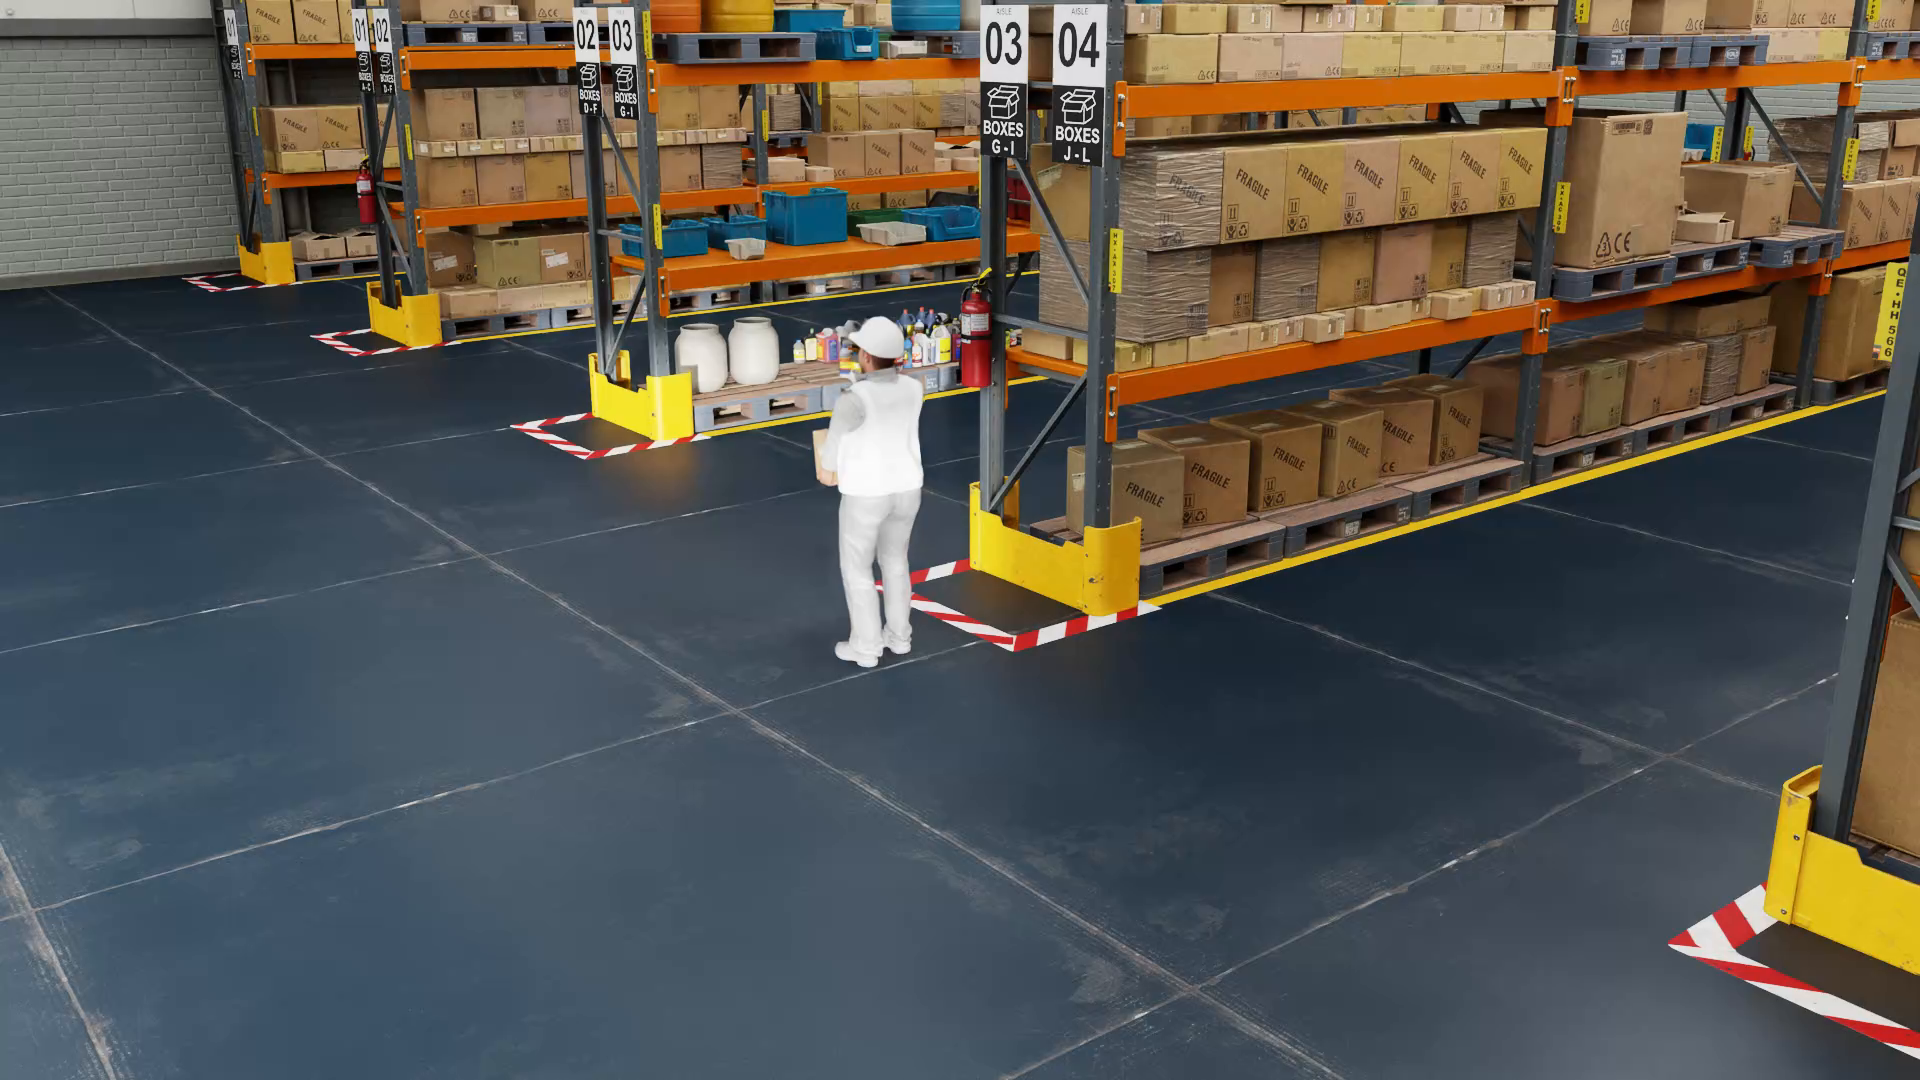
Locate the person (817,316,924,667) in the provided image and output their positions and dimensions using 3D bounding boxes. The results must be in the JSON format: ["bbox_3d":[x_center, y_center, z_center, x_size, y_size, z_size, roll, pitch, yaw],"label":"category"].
[{"bbox_3d":[-0.470,-0.263,8.352,0.494,1.765,0.546,-13,22,-35],"label":"person"}]
